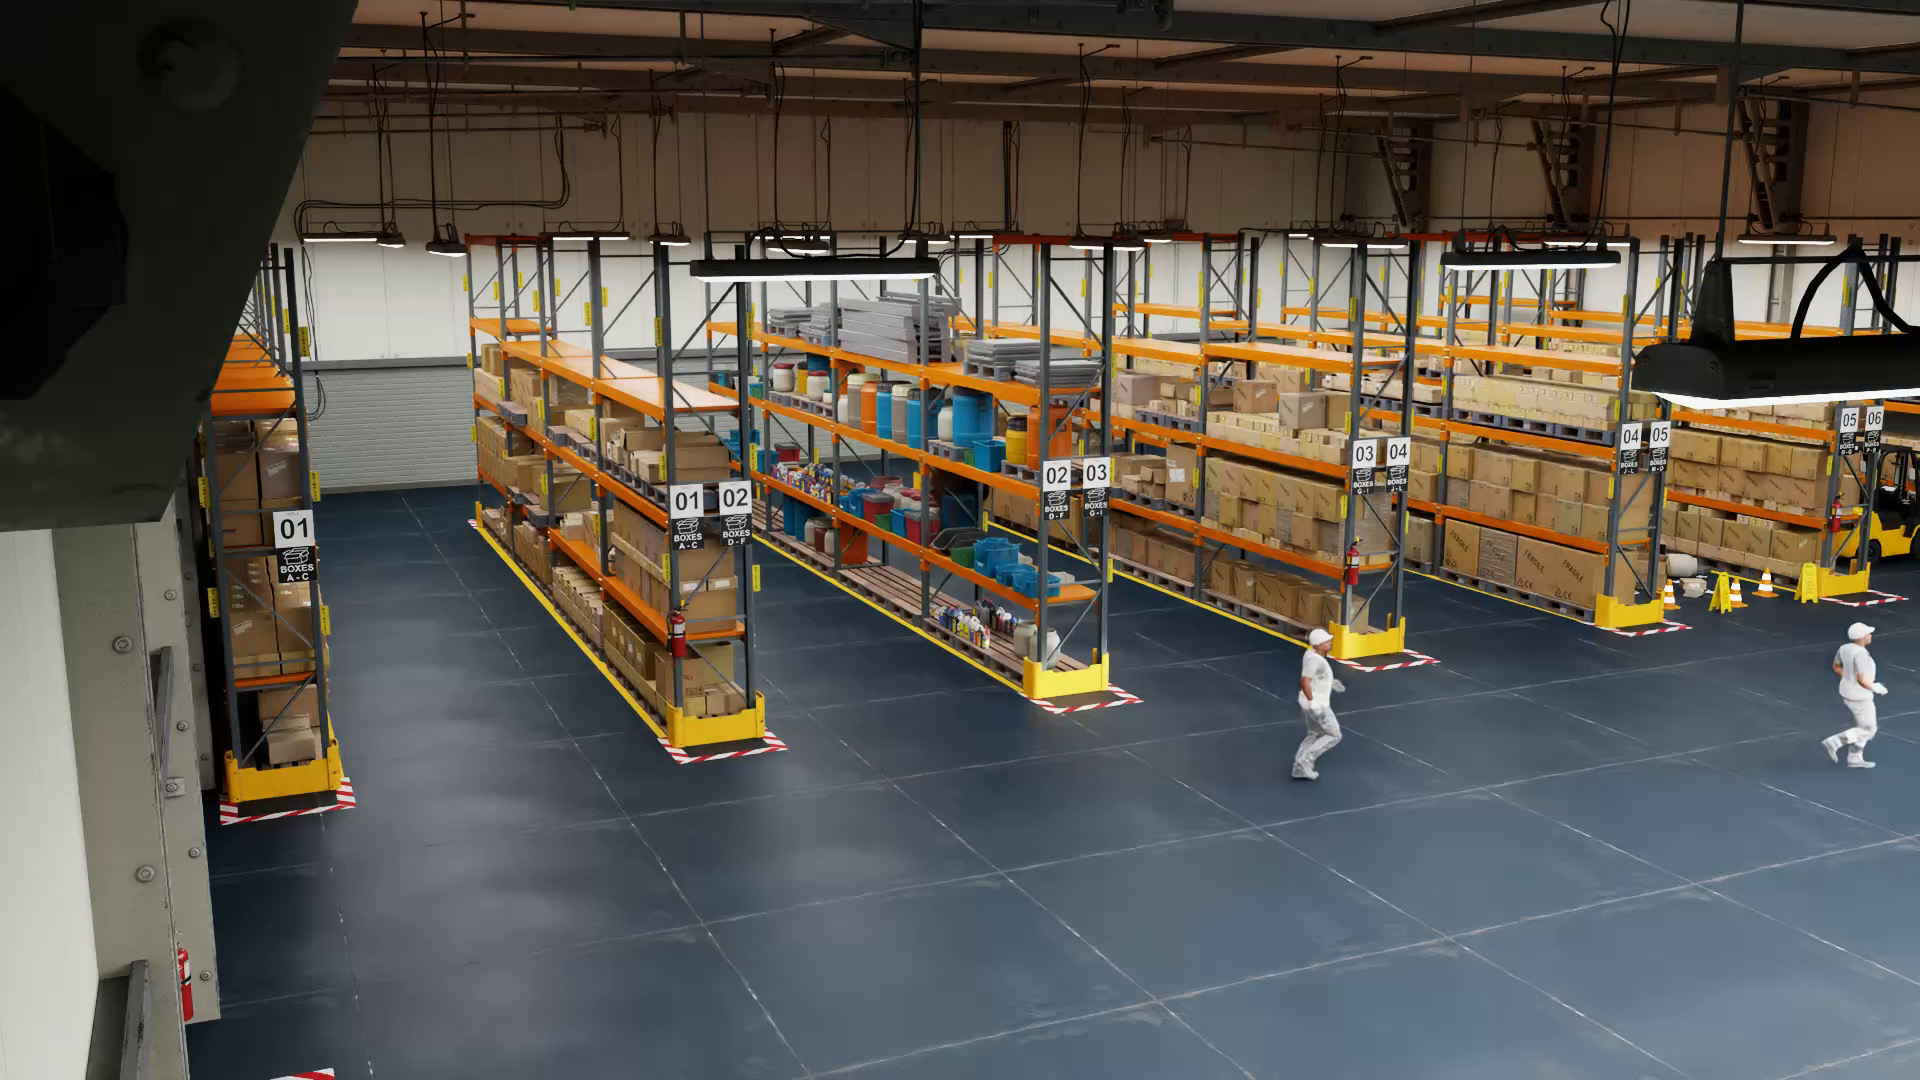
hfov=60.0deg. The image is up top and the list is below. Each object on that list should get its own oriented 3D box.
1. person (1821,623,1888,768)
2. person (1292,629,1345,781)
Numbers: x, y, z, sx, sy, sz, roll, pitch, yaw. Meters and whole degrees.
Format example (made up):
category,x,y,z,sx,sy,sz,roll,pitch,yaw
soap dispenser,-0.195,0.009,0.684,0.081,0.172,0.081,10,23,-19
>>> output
category,x,y,z,sx,sy,sz,roll,pitch,yaw
person,10.338,1.806,19.252,0.667,1.739,0.644,1,11,4
person,4.101,1.861,18.895,0.599,1.744,0.686,0,11,0
